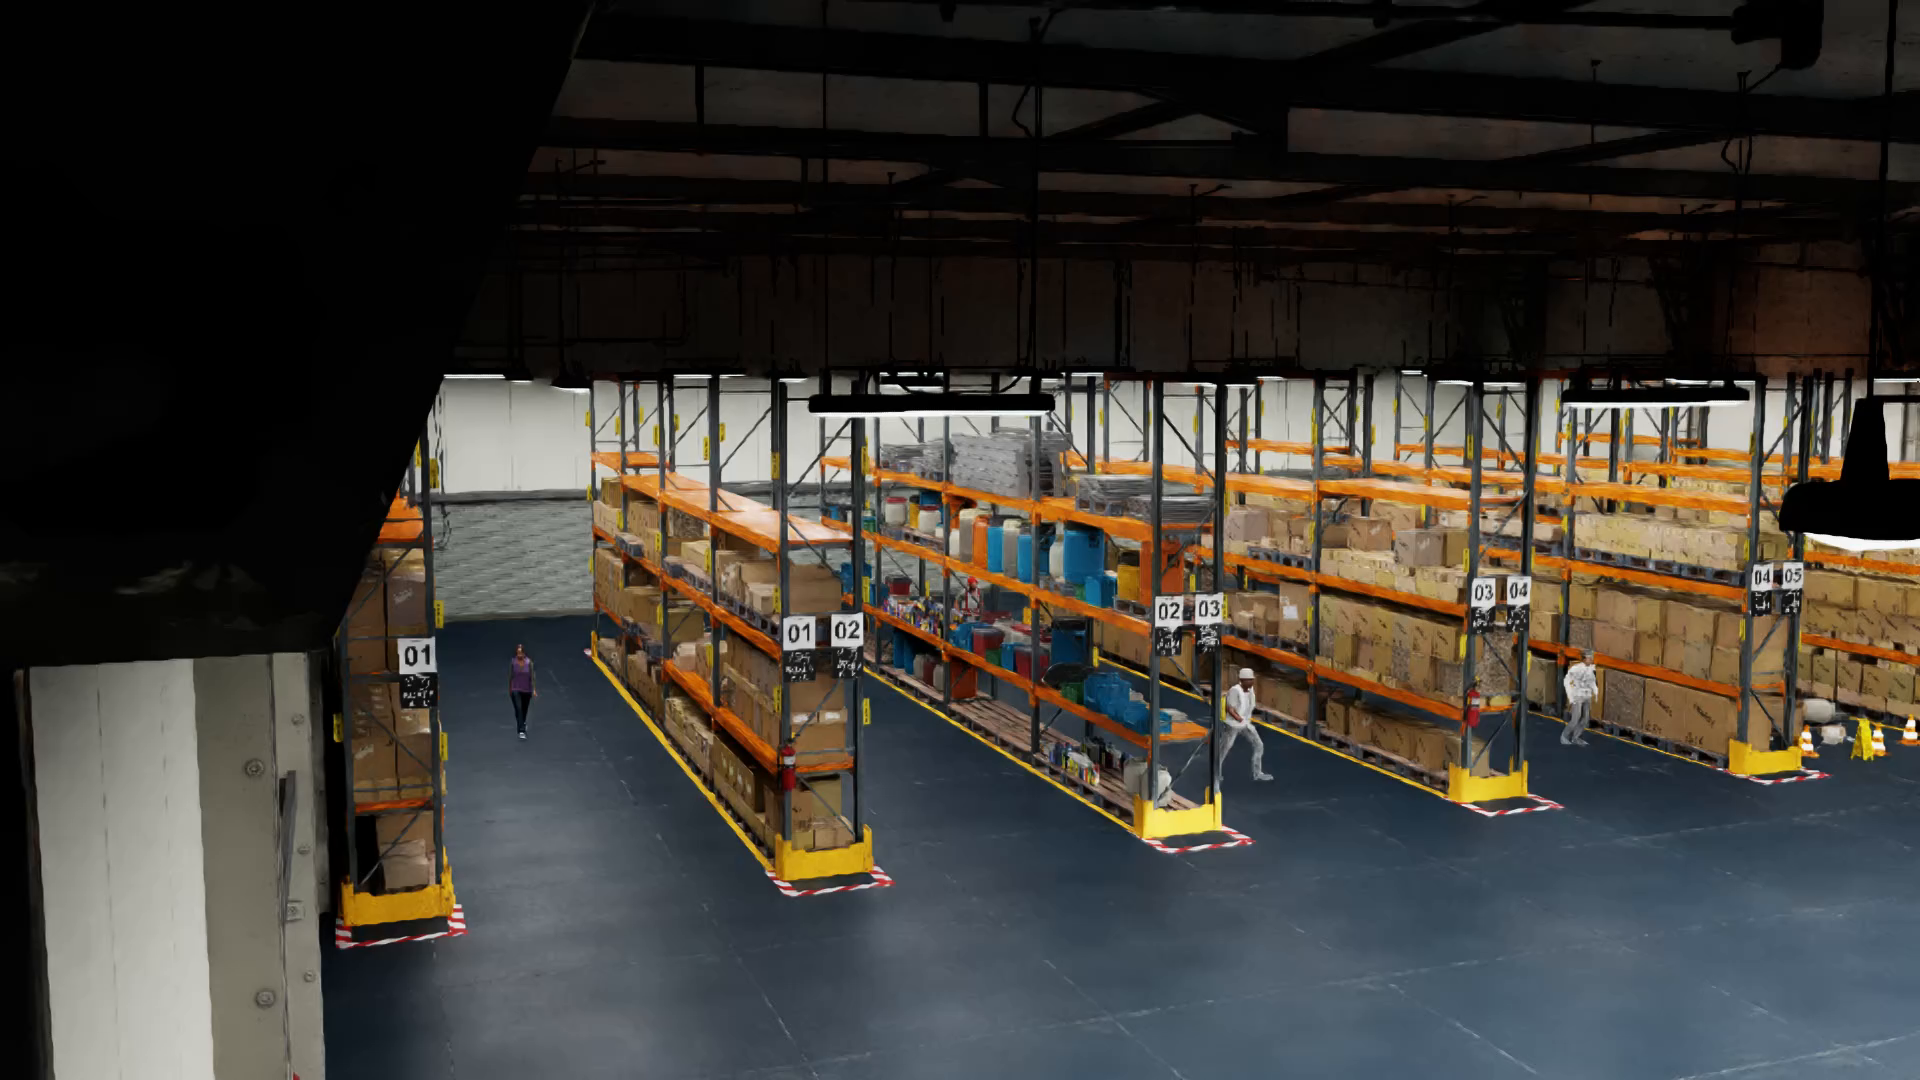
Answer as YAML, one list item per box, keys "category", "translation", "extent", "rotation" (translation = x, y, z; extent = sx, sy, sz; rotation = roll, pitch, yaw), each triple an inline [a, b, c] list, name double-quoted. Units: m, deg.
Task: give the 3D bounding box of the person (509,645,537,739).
- category: "person"
  translation: [-7.256, 2.485, 27.610]
  extent: [0.430, 1.529, 0.949]
  rotation: [-3, 7, -21]

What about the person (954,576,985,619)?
- category: "person"
  translation: [0.210, 1.599, 34.748]
  extent: [0.677, 1.742, 0.552]
  rotation: [-3, 7, -22]

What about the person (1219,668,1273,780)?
- category: "person"
  translation: [4.142, 2.722, 24.623]
  extent: [0.696, 1.717, 0.798]
  rotation: [-5, 8, -40]

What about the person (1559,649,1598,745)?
- category: "person"
  translation: [10.035, 2.533, 26.898]
  extent: [0.639, 1.627, 0.512]
  rotation: [-3, 7, -22]
